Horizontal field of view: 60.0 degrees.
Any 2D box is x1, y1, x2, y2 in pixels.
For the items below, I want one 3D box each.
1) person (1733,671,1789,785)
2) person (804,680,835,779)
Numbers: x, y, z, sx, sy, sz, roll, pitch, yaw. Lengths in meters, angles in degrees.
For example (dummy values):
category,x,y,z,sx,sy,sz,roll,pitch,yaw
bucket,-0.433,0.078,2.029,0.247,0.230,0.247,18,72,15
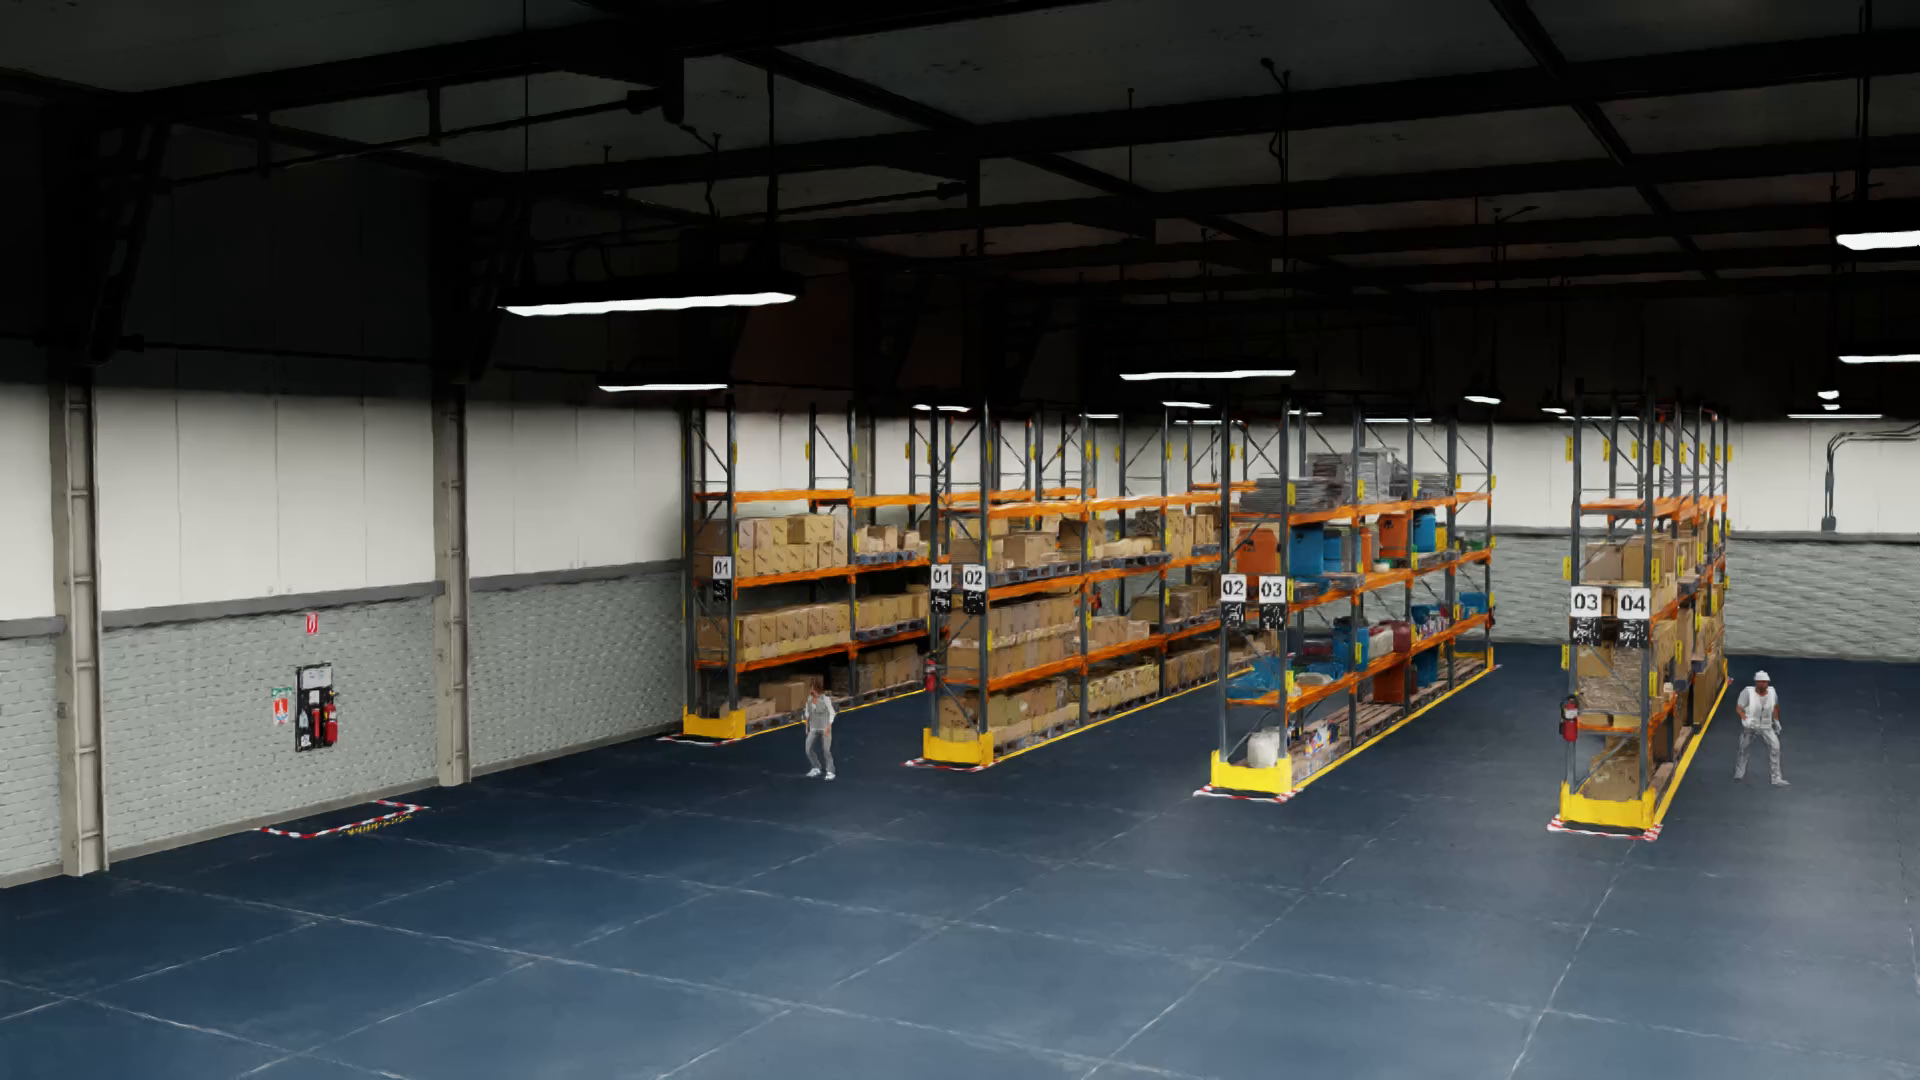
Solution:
category,x,y,z,sx,sy,sz,roll,pitch,yaw
person,12.071,2.813,25.138,0.701,1.718,0.849,1,3,11
person,-2.145,2.897,25.466,0.566,1.541,0.519,1,3,25
